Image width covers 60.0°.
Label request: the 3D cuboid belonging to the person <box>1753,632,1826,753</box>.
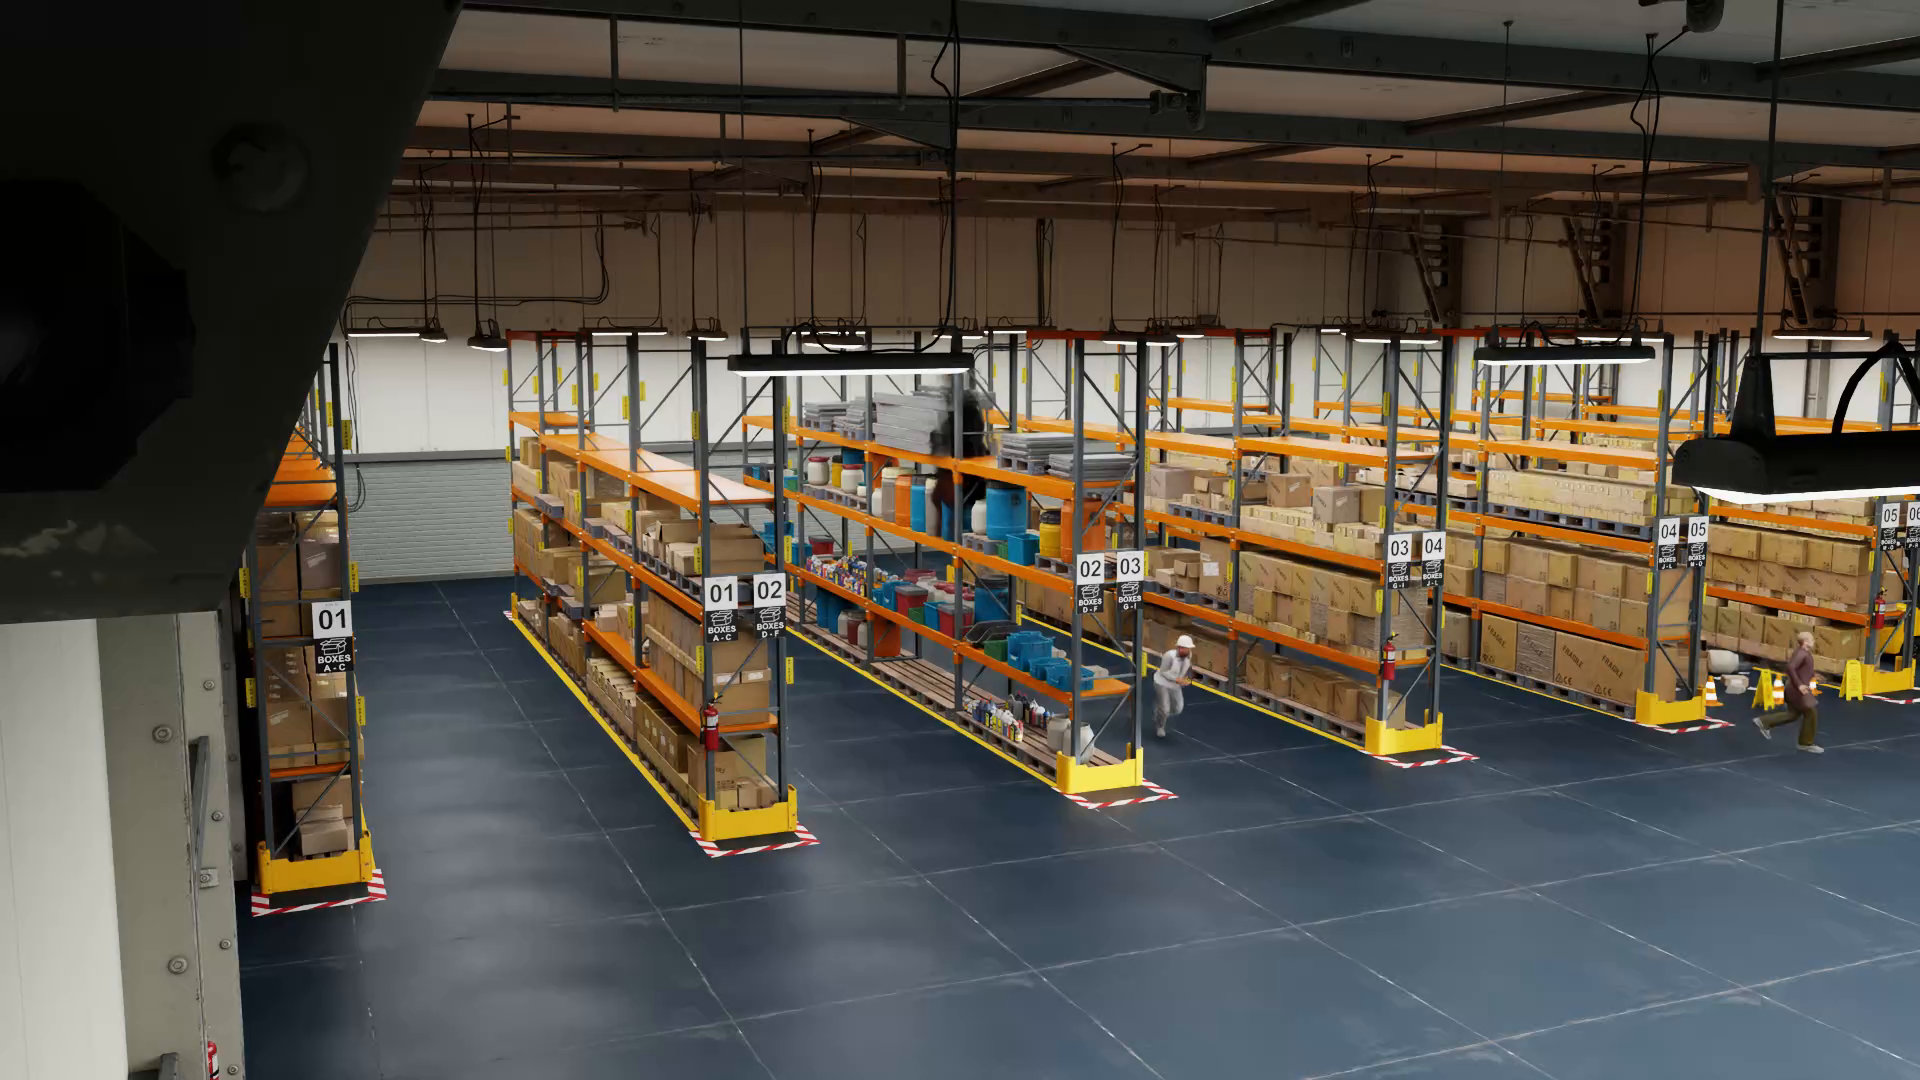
[{"bbox_3d":[12.090,2.289,24.178,0.955,1.562,0.689,3,8,20],"label":"person"}]

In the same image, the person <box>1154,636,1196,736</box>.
[{"bbox_3d":[3.222,2.140,24.895,0.682,1.524,0.830,-5,9,-34],"label":"person"}]
